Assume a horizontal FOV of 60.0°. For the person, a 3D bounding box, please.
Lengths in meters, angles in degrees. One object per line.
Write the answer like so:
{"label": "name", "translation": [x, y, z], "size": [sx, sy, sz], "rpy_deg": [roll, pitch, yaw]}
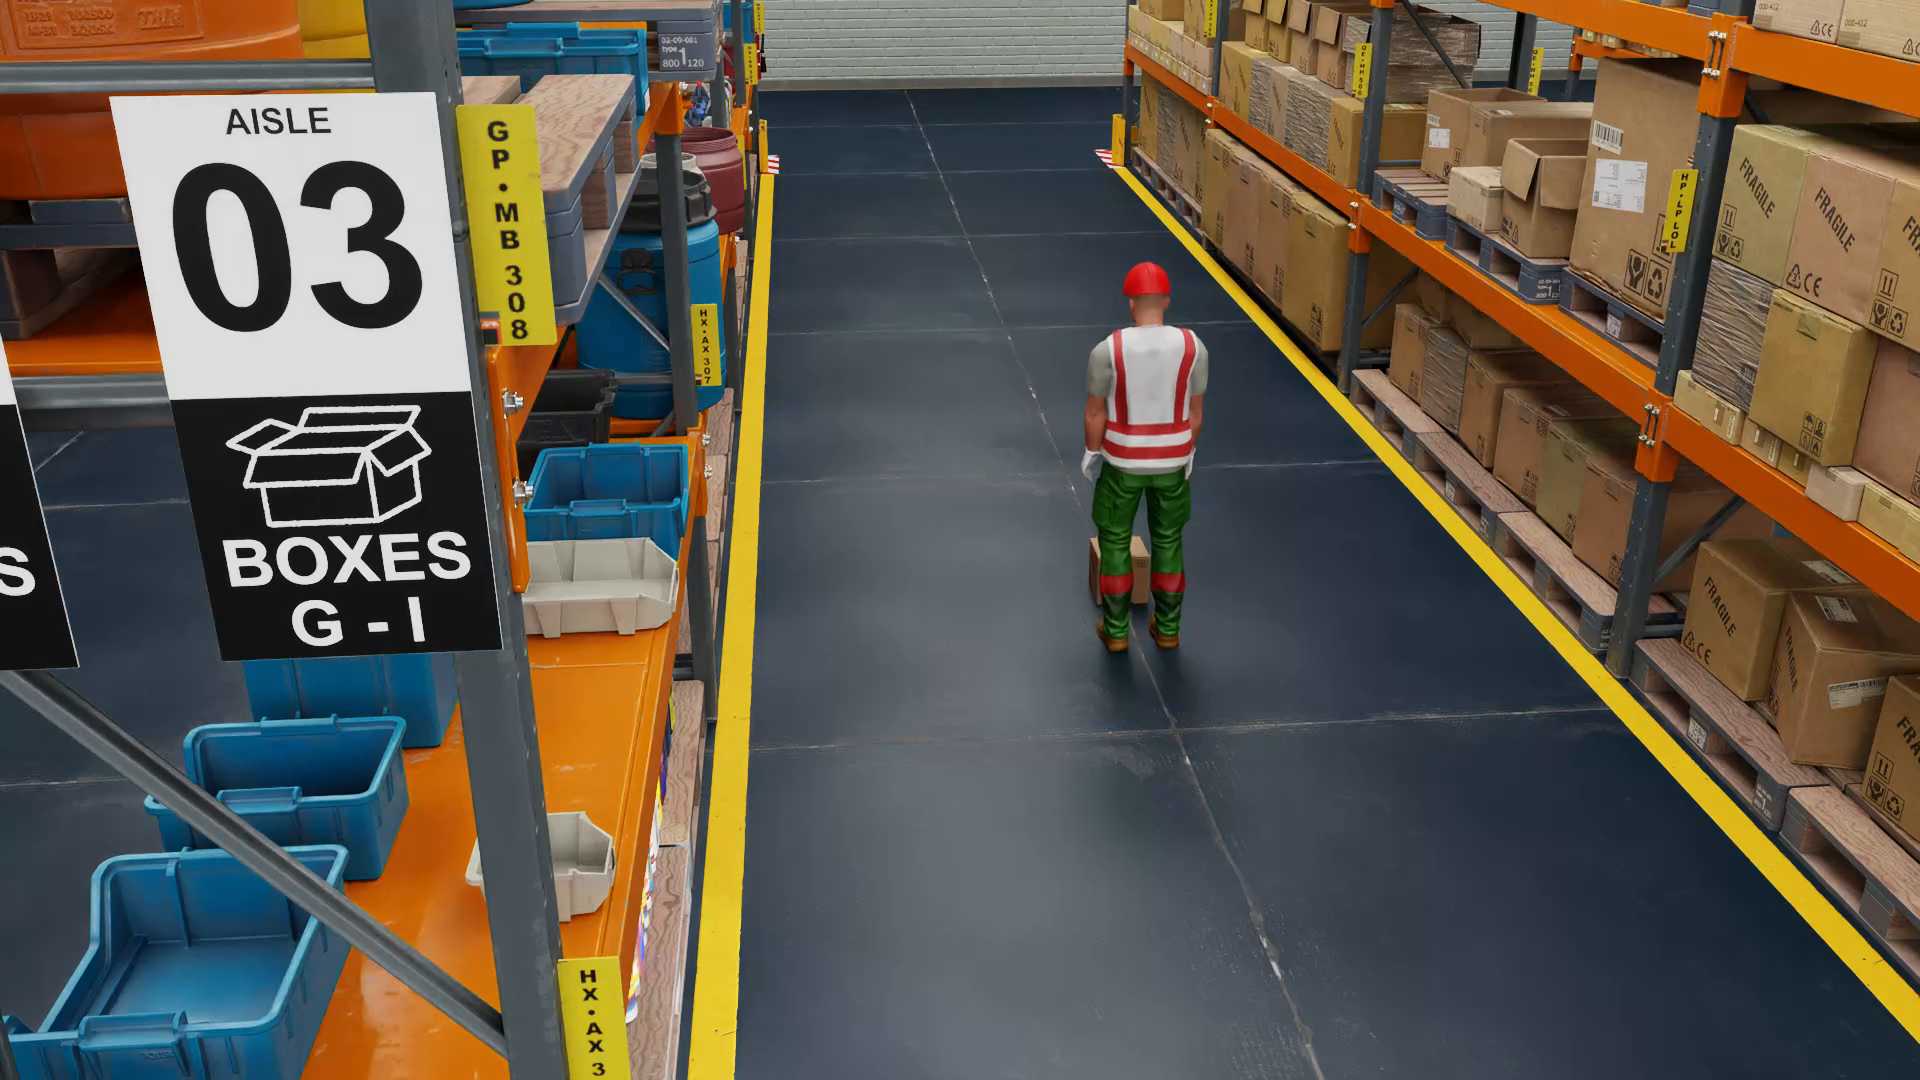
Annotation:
{"label": "person", "translation": [0.807, -0.356, 7.413], "size": [0.530, 1.777, 0.371], "rpy_deg": [-2, 24, -4]}
